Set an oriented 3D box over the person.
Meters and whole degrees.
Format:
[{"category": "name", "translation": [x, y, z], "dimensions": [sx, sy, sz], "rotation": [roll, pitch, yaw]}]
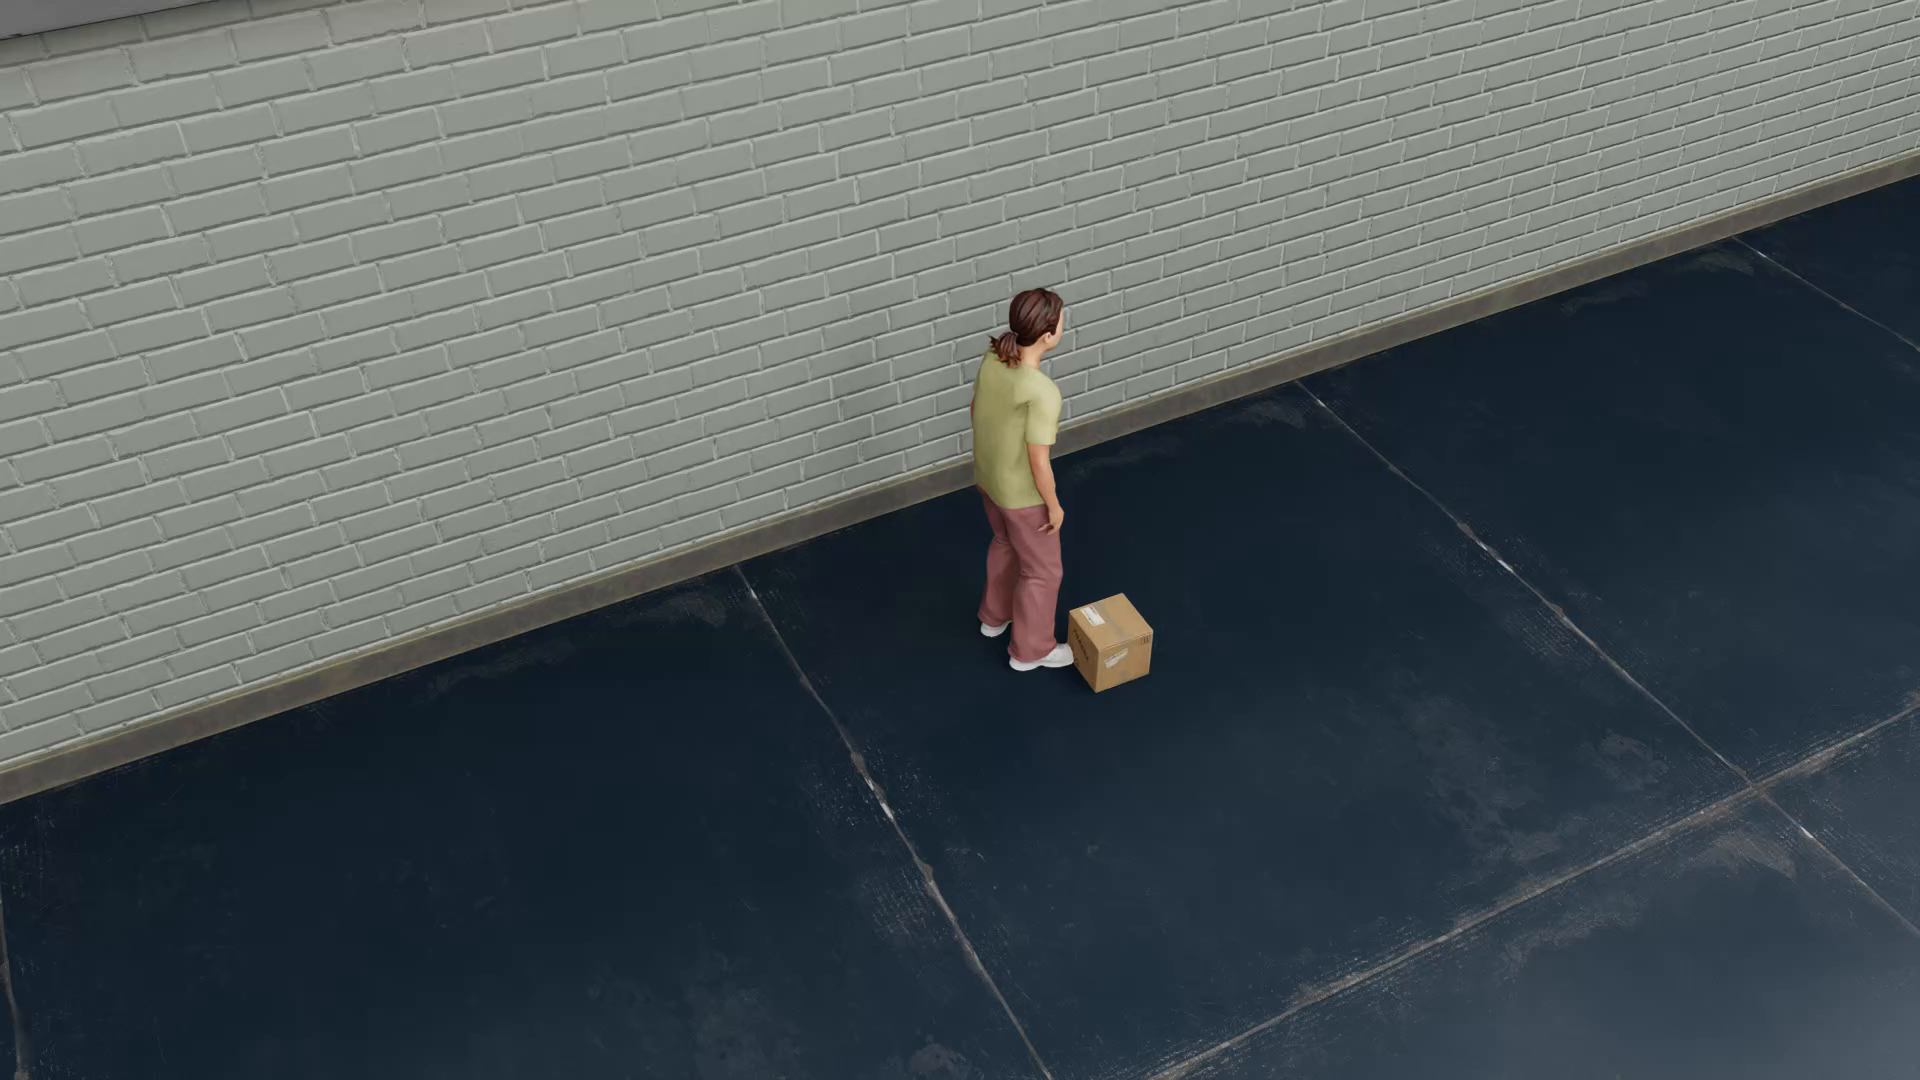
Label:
[{"category": "person", "translation": [0.245, -0.221, 6.412], "dimensions": [0.363, 1.671, 0.511], "rotation": [-22, 46, -23]}]
